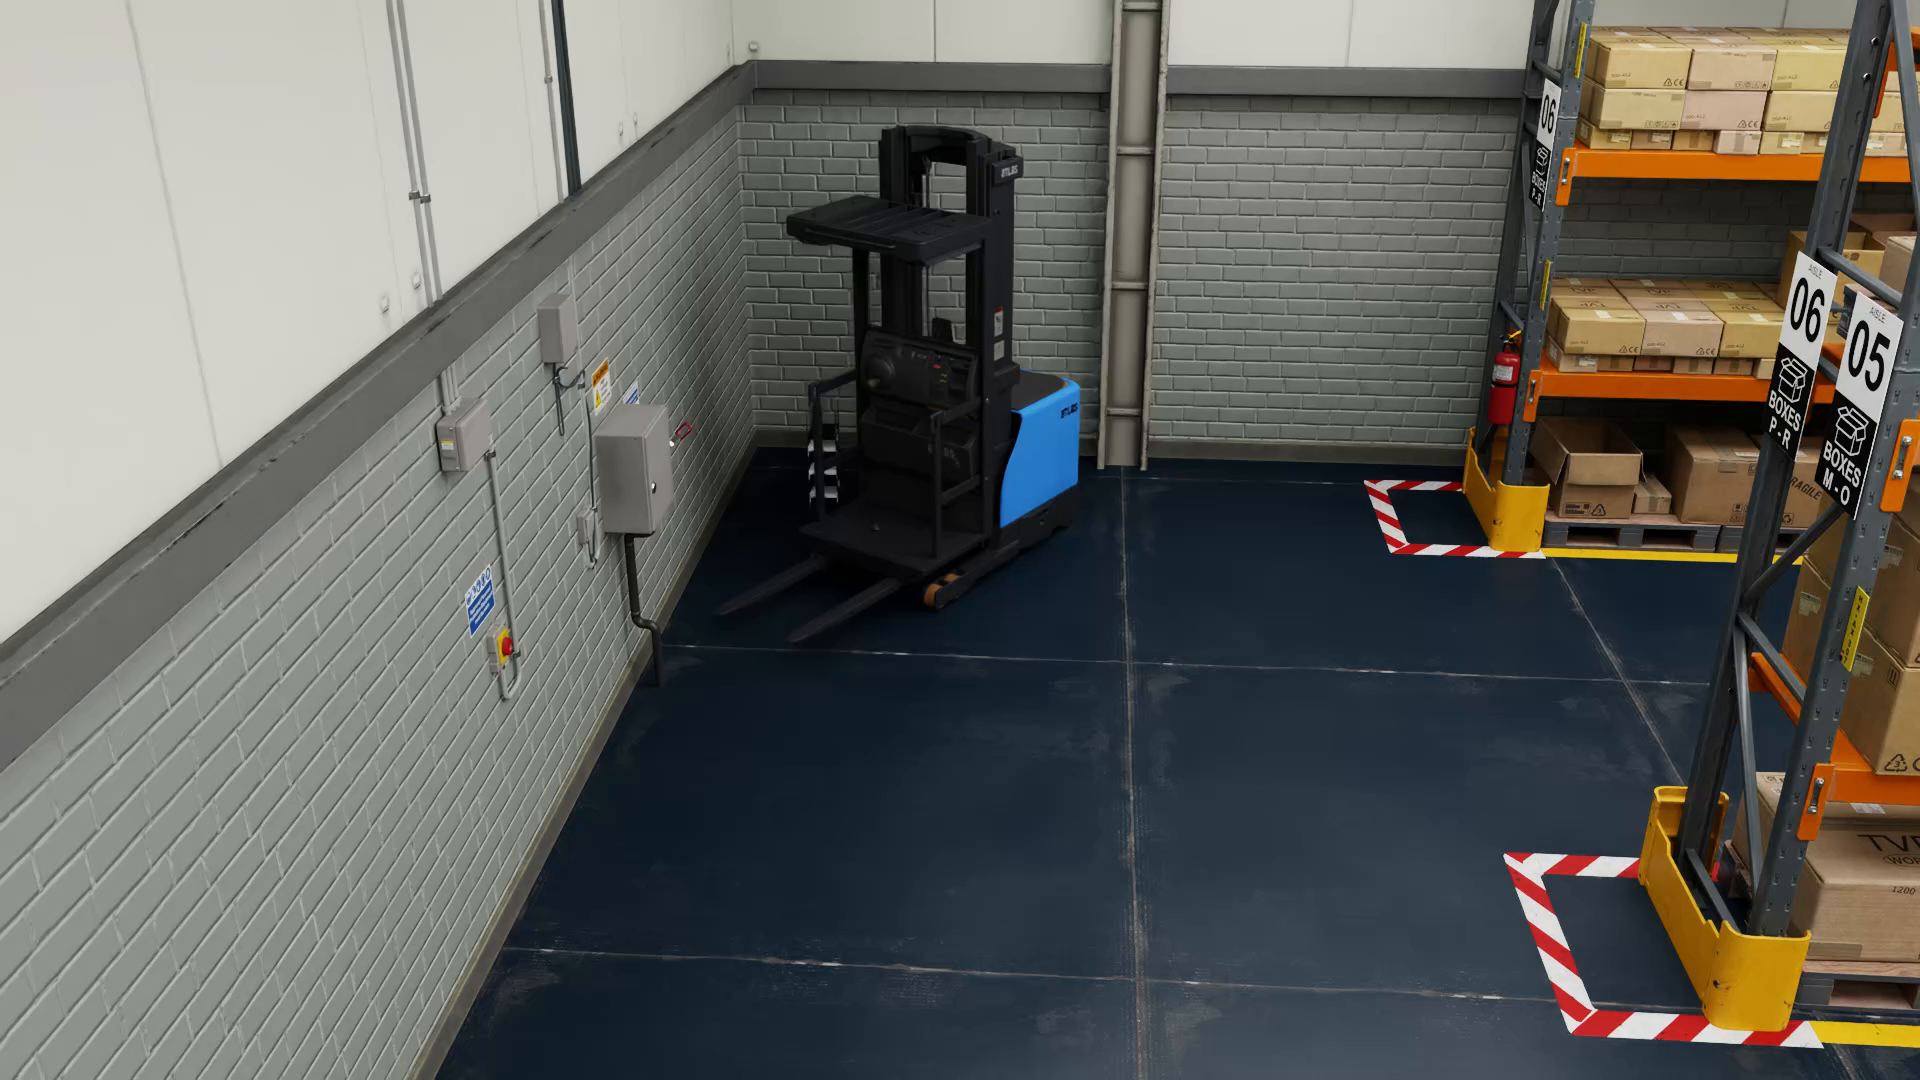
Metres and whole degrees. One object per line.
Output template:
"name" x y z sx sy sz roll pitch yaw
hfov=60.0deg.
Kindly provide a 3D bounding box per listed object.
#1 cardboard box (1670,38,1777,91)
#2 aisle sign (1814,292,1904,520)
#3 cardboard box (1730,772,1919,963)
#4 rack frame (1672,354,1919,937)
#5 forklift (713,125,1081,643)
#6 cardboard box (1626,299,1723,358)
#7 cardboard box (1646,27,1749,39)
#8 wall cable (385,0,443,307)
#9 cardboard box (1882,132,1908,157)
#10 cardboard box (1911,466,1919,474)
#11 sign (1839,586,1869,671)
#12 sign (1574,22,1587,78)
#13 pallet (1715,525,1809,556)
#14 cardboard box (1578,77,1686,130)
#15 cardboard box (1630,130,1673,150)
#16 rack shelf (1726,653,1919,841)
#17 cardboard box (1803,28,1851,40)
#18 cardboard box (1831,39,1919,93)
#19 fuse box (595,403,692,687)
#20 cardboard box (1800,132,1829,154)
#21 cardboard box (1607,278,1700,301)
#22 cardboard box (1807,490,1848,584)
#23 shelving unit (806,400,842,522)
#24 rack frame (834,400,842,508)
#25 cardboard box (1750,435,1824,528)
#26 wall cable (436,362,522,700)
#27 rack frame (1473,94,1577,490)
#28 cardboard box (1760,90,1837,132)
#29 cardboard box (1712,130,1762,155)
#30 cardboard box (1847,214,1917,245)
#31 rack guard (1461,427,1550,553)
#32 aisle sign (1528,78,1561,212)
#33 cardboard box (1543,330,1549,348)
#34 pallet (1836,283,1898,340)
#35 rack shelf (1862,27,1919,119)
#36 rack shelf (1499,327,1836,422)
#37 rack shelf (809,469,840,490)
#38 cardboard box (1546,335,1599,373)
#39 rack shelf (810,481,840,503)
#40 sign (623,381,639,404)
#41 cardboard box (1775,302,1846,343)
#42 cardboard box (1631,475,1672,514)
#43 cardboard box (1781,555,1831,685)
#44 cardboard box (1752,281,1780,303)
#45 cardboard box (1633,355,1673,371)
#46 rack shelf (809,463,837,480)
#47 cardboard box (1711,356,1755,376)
"cardboard box" 4.842 -3.037 10.610 0.500 0.250 0.500 2 25 4
"aisle sign" 3.443 -0.517 6.386 0.004 0.787 0.394 2 25 4
"cardboard box" 4.202 1.498 7.680 0.875 0.438 0.875 1 25 2
"rack frame" 3.537 0.546 7.187 0.127 3.000 1.000 2 25 4
"forklift" -0.396 -1.103 10.853 1.130 2.935 3.031 17 30 32
"cardboard box" 4.847 -1.447 11.342 0.500 0.250 0.500 2 25 5
"cardboard box" 4.896 -3.265 11.106 0.500 0.250 0.500 1 25 2
"wall cable" -2.157 -2.244 6.073 0.029 3.000 0.463 2 25 4
"cardboard box" 5.983 -2.569 10.668 0.250 0.149 0.380 2 25 5
"cardboard box" 3.910 -0.321 6.978 0.250 0.149 0.380 2 25 5
"sign" 3.488 0.348 6.487 0.005 0.325 0.100 2 25 4
"sign" 3.871 -3.057 10.382 0.005 0.325 0.100 2 25 4
"pallet" 5.997 -0.189 12.119 1.213 0.211 1.003 2 25 4
"cardboard box" 4.334 -2.825 10.747 0.500 0.250 0.500 2 25 3
"cardboard box" 4.476 -2.667 10.881 0.250 0.149 0.380 2 25 5
"rack shelf" 5.531 0.936 7.198 4.000 0.370 1.077 2 25 4
"cardboard box" 5.907 -3.226 11.020 0.500 0.250 0.500 2 25 4
"cardboard box" 5.853 -3.015 10.561 0.500 0.250 0.500 3 25 5
"fuse box" -1.781 0.089 9.720 0.414 1.711 0.539 2 25 4
"cardboard box" 5.484 -2.613 10.765 0.250 0.149 0.380 2 25 3
"cardboard box" 4.906 -1.669 11.824 0.500 0.250 0.500 2 25 4
"cardboard box" 4.035 -0.038 7.139 0.500 0.500 0.500 3 25 6
"shelving unit" -0.986 -0.552 12.085 0.210 0.900 0.258 1 25 1
"rack frame" -0.885 -0.551 12.083 0.006 0.900 0.240 1 25 1
"cardboard box" 5.884 -0.417 11.768 0.500 0.500 0.500 2 25 5
"wall cable" -2.087 -0.101 7.339 0.123 1.953 0.585 2 25 4
"rack frame" 3.913 -1.523 11.683 0.127 3.000 1.000 2 25 4
"cardboard box" 5.352 -2.796 10.683 0.500 0.250 0.500 1 25 2
"cardboard box" 4.971 -2.601 10.738 0.250 0.149 0.380 2 25 5
"cardboard box" 6.437 -1.961 11.562 0.500 0.500 0.500 1 25 3
"rack guard" 3.989 -0.385 12.201 0.348 0.500 1.175 2 25 4
"aisle sign" 3.822 -2.584 10.879 0.004 0.787 0.394 2 25 4
"cardboard box" 4.264 -1.510 11.956 0.250 0.149 0.380 2 25 3
"pallet" 4.277 -0.757 6.536 1.213 0.211 1.003 2 25 4
"rack shelf" 5.531 -1.607 6.028 4.000 0.370 1.077 2 25 4
"rack shelf" 5.907 -1.132 11.695 4.000 0.370 1.077 2 25 4
"rack shelf" -0.986 -0.440 12.137 0.200 0.077 0.258 1 25 1
"cardboard box" 4.220 -1.284 11.464 0.250 0.149 0.380 2 25 4
"rack shelf" -0.986 -0.359 12.174 0.200 0.077 0.258 1 25 1
"sign" -1.950 -0.665 9.932 0.001 0.494 0.329 2 25 4
"cardboard box" 5.864 -1.425 11.293 0.500 0.250 0.500 1 25 3
"cardboard box" 4.936 -0.330 11.998 0.250 0.149 0.380 1 25 2
"cardboard box" 4.038 0.405 7.372 0.500 0.500 0.500 2 25 4
"cardboard box" 5.921 -1.634 11.749 0.500 0.250 0.500 2 25 4
"cardboard box" 4.741 -1.301 11.502 0.250 0.149 0.380 2 25 3
"rack shelf" -0.986 -0.522 12.099 0.200 0.077 0.258 1 25 1
"cardboard box" 5.254 -1.262 11.415 0.250 0.149 0.380 2 25 5
